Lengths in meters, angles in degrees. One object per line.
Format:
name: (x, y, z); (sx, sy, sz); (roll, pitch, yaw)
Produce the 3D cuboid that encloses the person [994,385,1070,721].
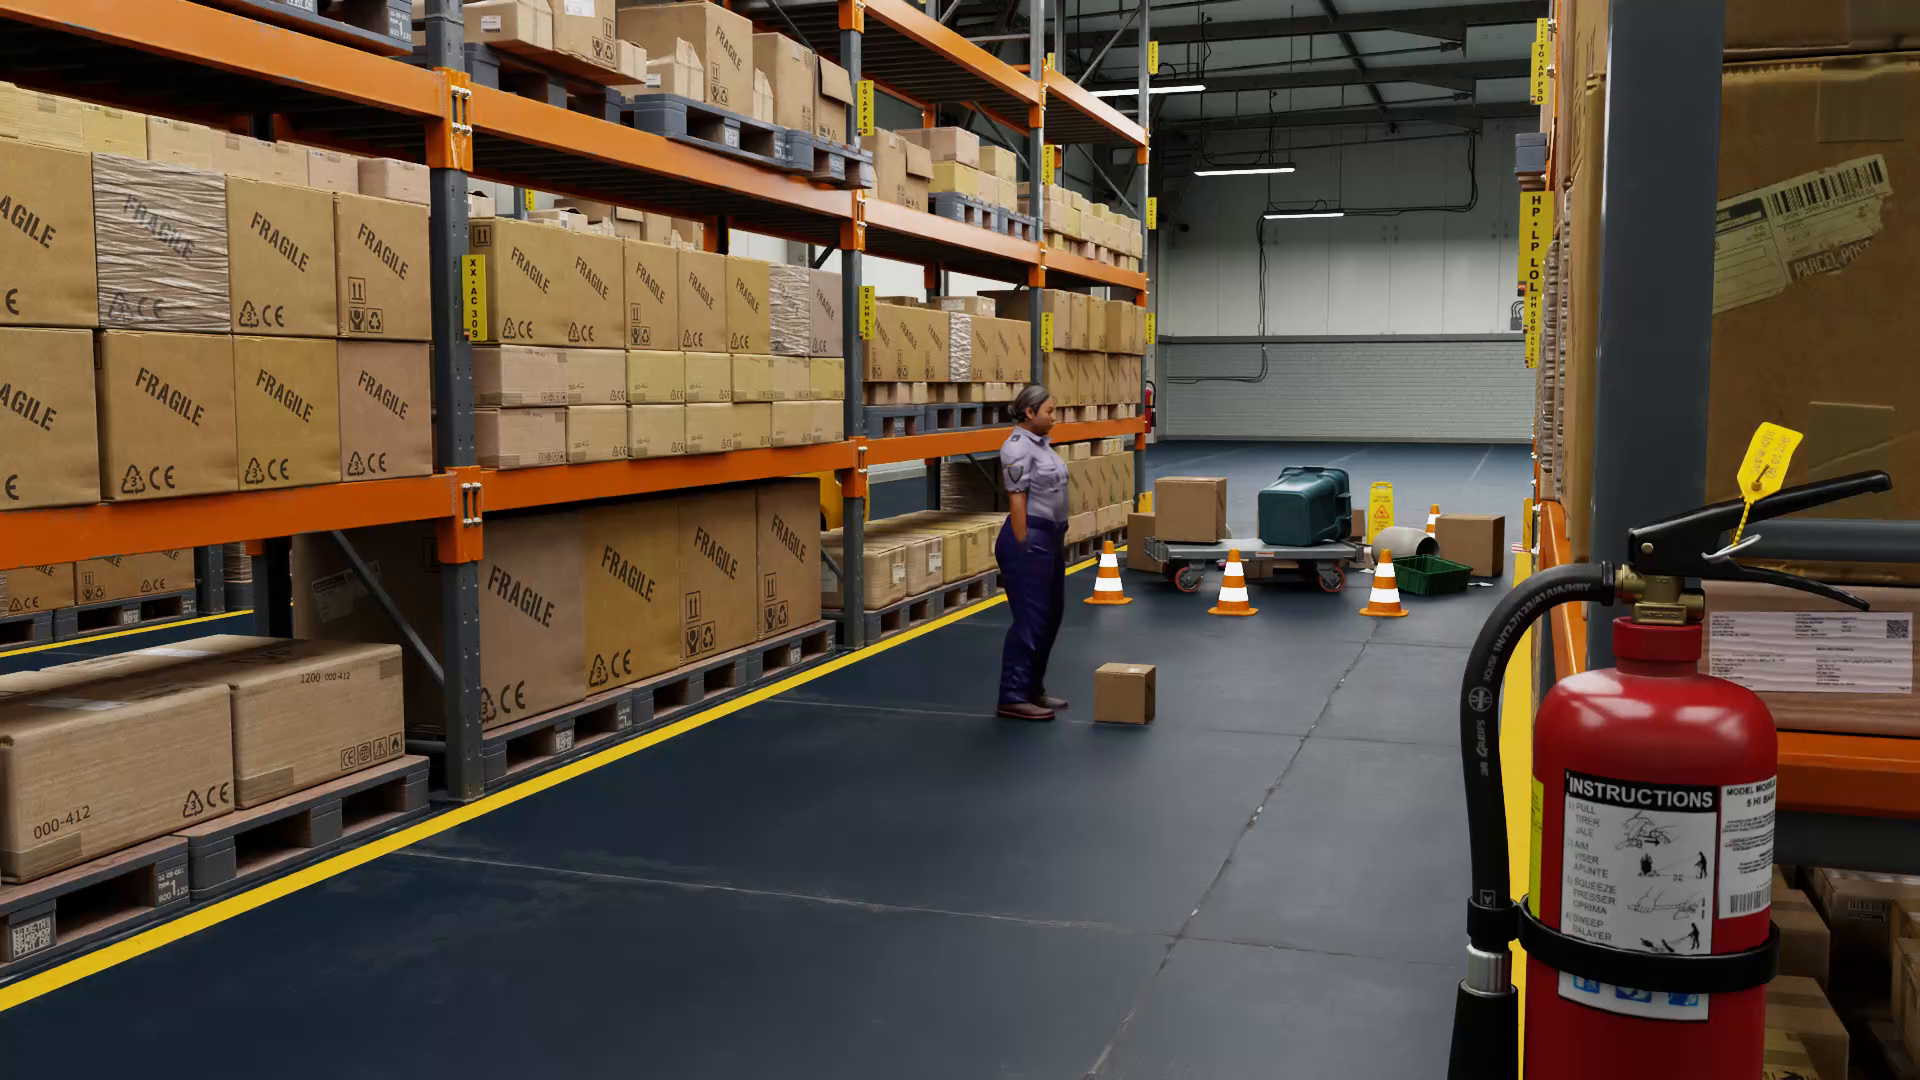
person: (0.375, 0.061, 8.312); (0.342, 1.635, 0.470); (2, 6, 20)
